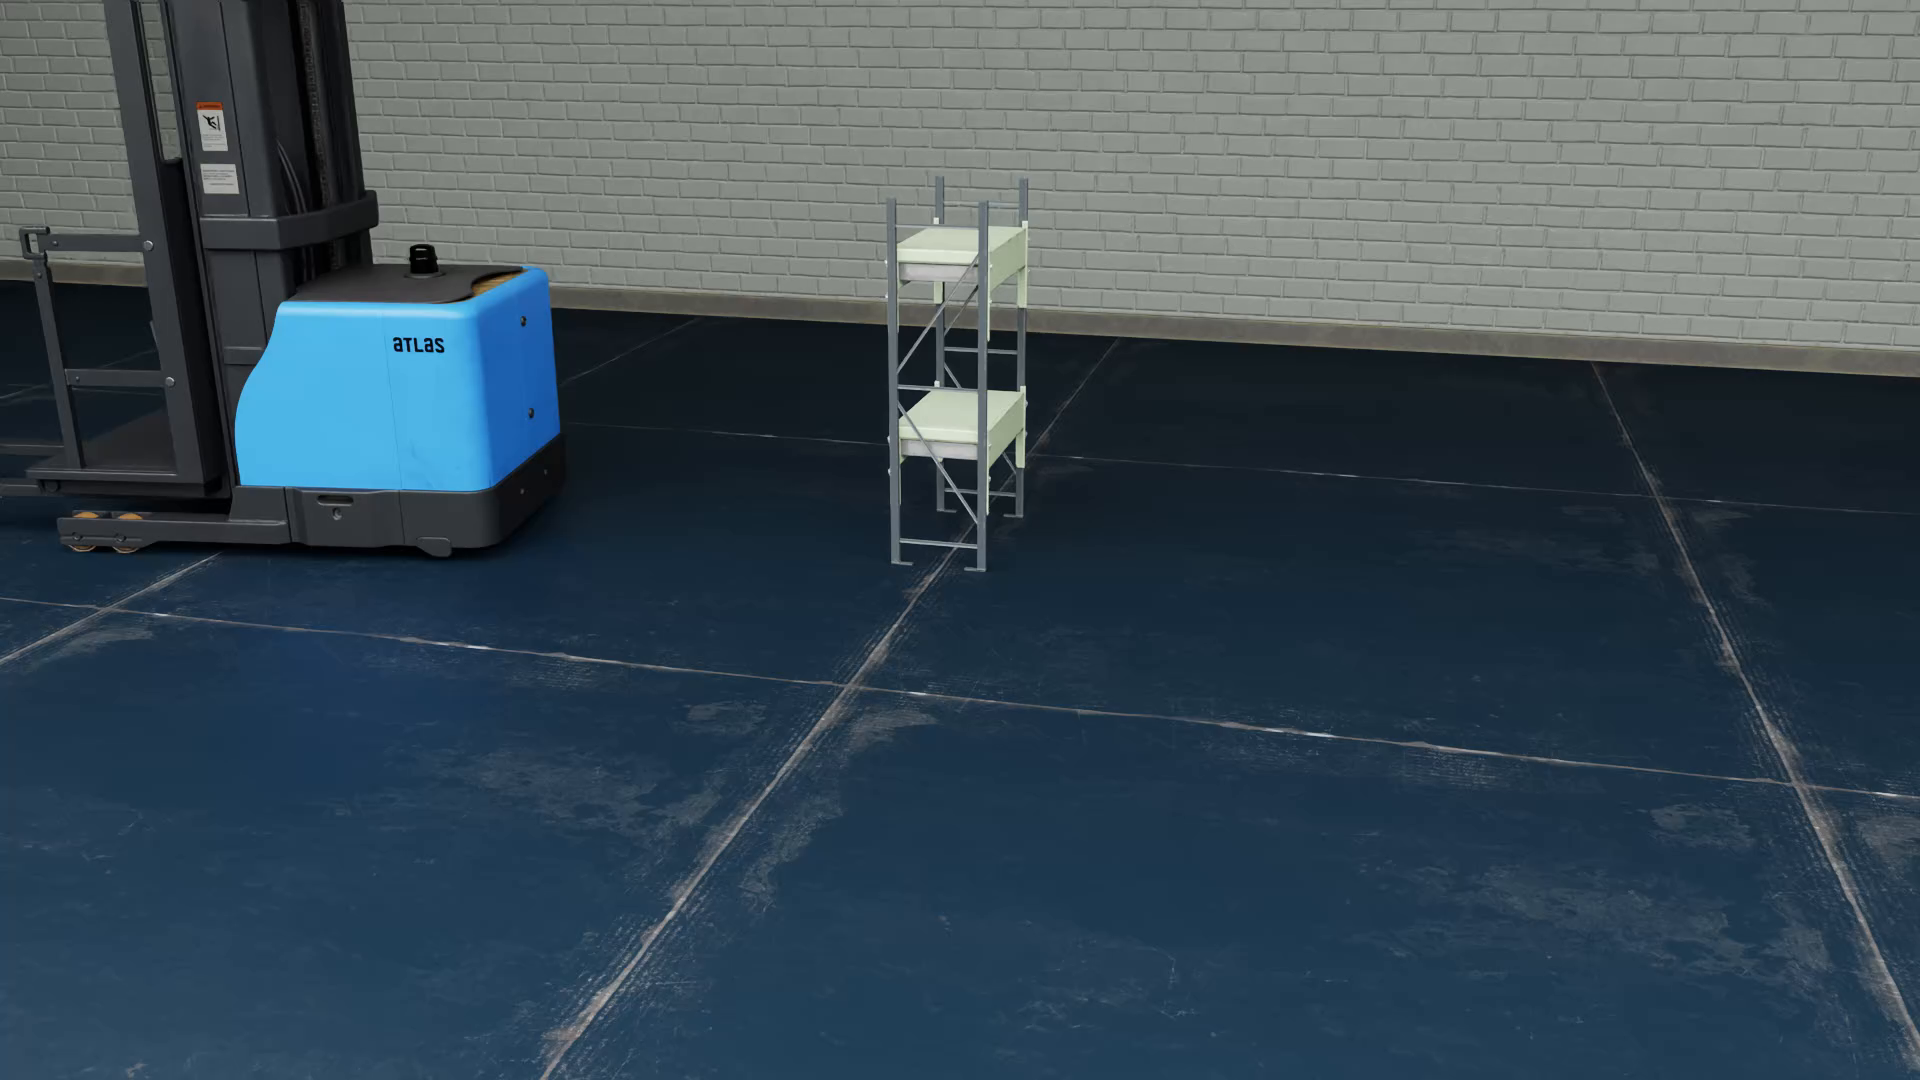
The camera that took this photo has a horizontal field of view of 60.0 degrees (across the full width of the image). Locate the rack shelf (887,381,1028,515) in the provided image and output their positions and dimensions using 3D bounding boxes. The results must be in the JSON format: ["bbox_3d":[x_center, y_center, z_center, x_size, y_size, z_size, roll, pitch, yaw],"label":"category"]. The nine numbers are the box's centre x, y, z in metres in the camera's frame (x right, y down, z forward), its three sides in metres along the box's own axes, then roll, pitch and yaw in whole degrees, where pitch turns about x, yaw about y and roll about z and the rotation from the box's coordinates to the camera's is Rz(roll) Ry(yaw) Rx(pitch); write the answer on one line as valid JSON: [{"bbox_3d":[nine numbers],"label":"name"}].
[{"bbox_3d":[0.002,-0.403,7.057,0.431,0.370,0.720,5,19,13],"label":"rack shelf"}]

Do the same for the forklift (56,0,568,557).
[{"bbox_3d":[-3.380,-1.497,7.037,3.031,2.935,1.130,2,19,5],"label":"forklift"}]

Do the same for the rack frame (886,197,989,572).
[{"bbox_3d":[-0.088,-0.597,6.615,0.400,1.500,0.023,5,19,13],"label":"rack frame"}]

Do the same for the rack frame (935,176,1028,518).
[{"bbox_3d":[0.091,-0.827,7.287,0.400,1.500,0.023,5,19,13],"label":"rack frame"}]

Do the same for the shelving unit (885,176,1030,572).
[{"bbox_3d":[0.002,-0.712,6.951,0.431,1.500,0.755,5,19,13],"label":"shelving unit"}]

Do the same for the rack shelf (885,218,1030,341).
[{"bbox_3d":[0.002,-1.081,6.825,0.431,0.370,0.720,5,19,13],"label":"rack shelf"}]
